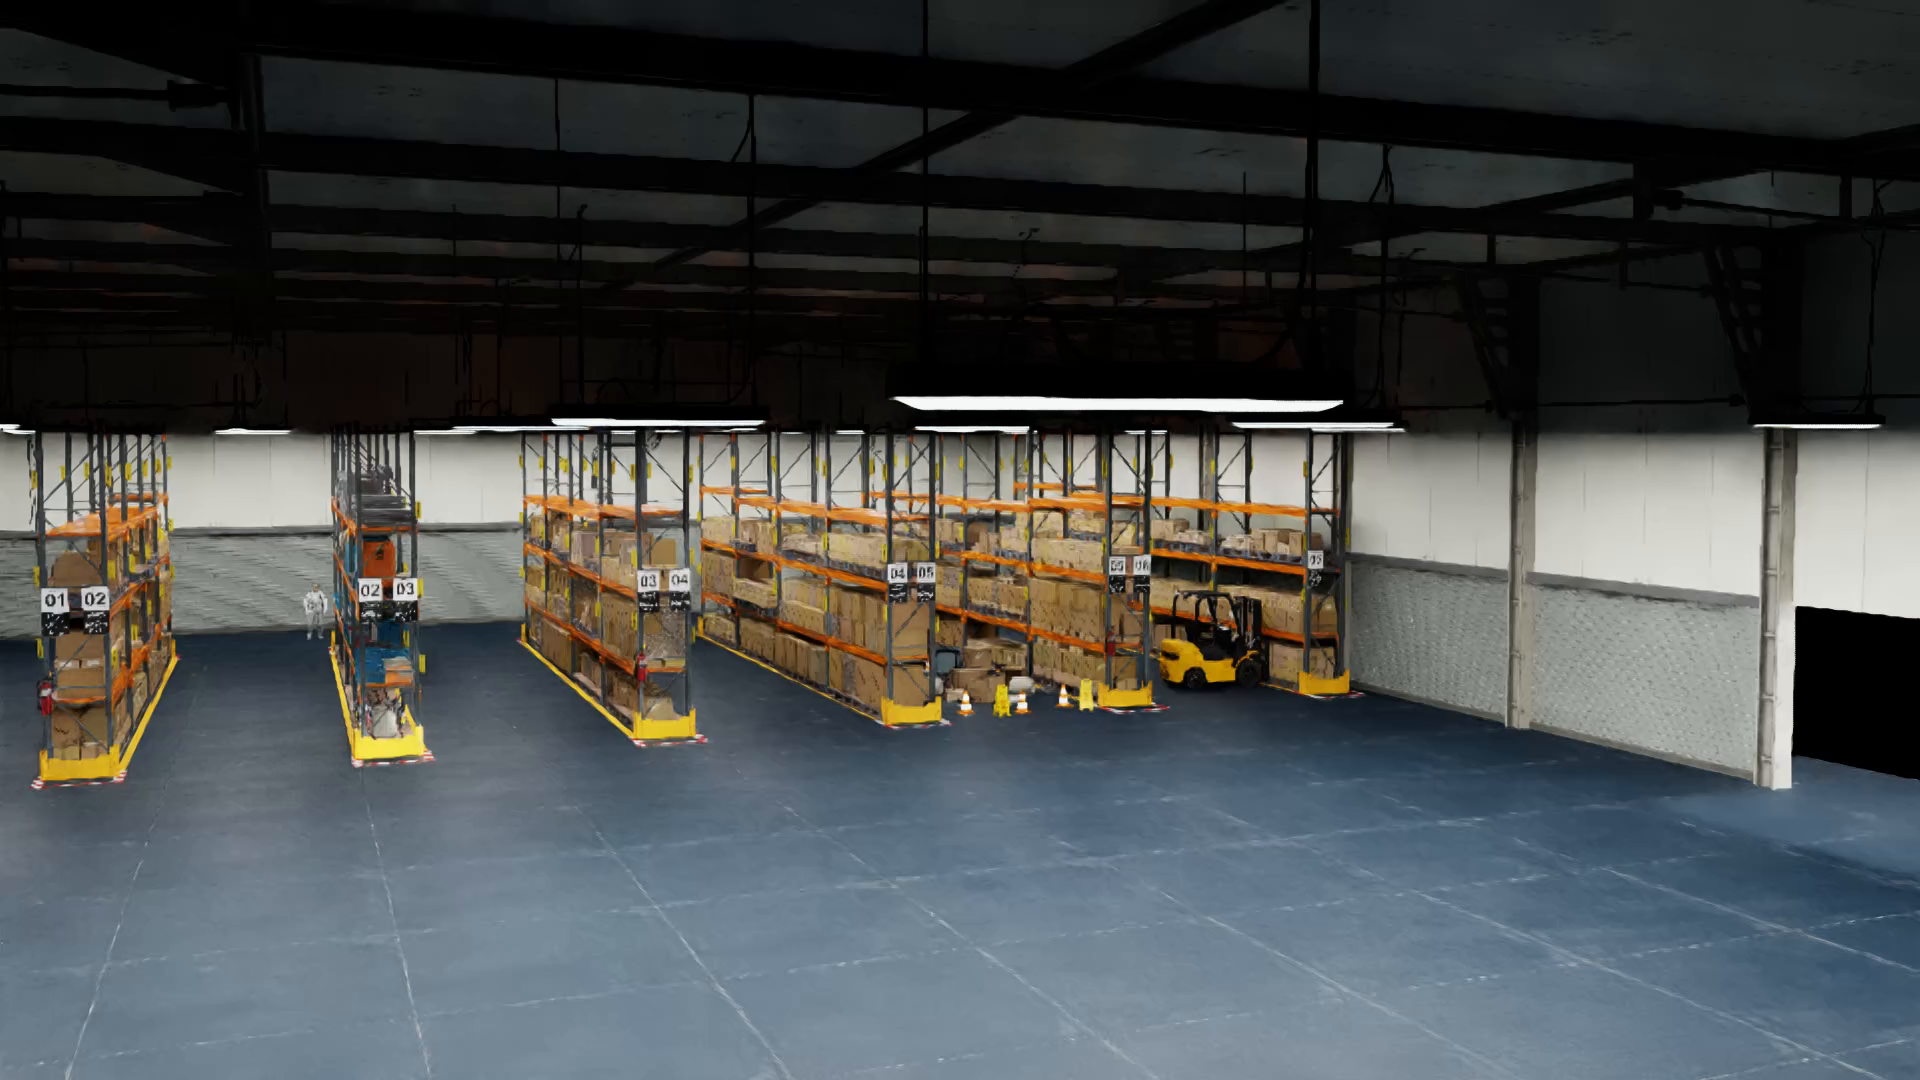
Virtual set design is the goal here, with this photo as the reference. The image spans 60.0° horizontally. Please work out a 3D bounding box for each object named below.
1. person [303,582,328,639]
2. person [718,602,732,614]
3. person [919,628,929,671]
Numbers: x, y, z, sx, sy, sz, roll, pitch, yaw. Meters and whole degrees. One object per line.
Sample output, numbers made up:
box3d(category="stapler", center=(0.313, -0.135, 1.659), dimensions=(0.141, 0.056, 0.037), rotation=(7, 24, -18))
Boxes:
box3d(category="person", center=(-18.135, 1.992, 46.810), dimensions=(0.639, 1.632, 0.512), rotation=(-2, 4, -23))
box3d(category="person", center=(-7.425, 1.582, 51.958), dimensions=(0.756, 1.771, 0.507), rotation=(2, 4, 34))
box3d(category="person", center=(-0.892, 2.341, 40.451), dimensions=(0.631, 1.671, 0.676), rotation=(0, 4, 6))
